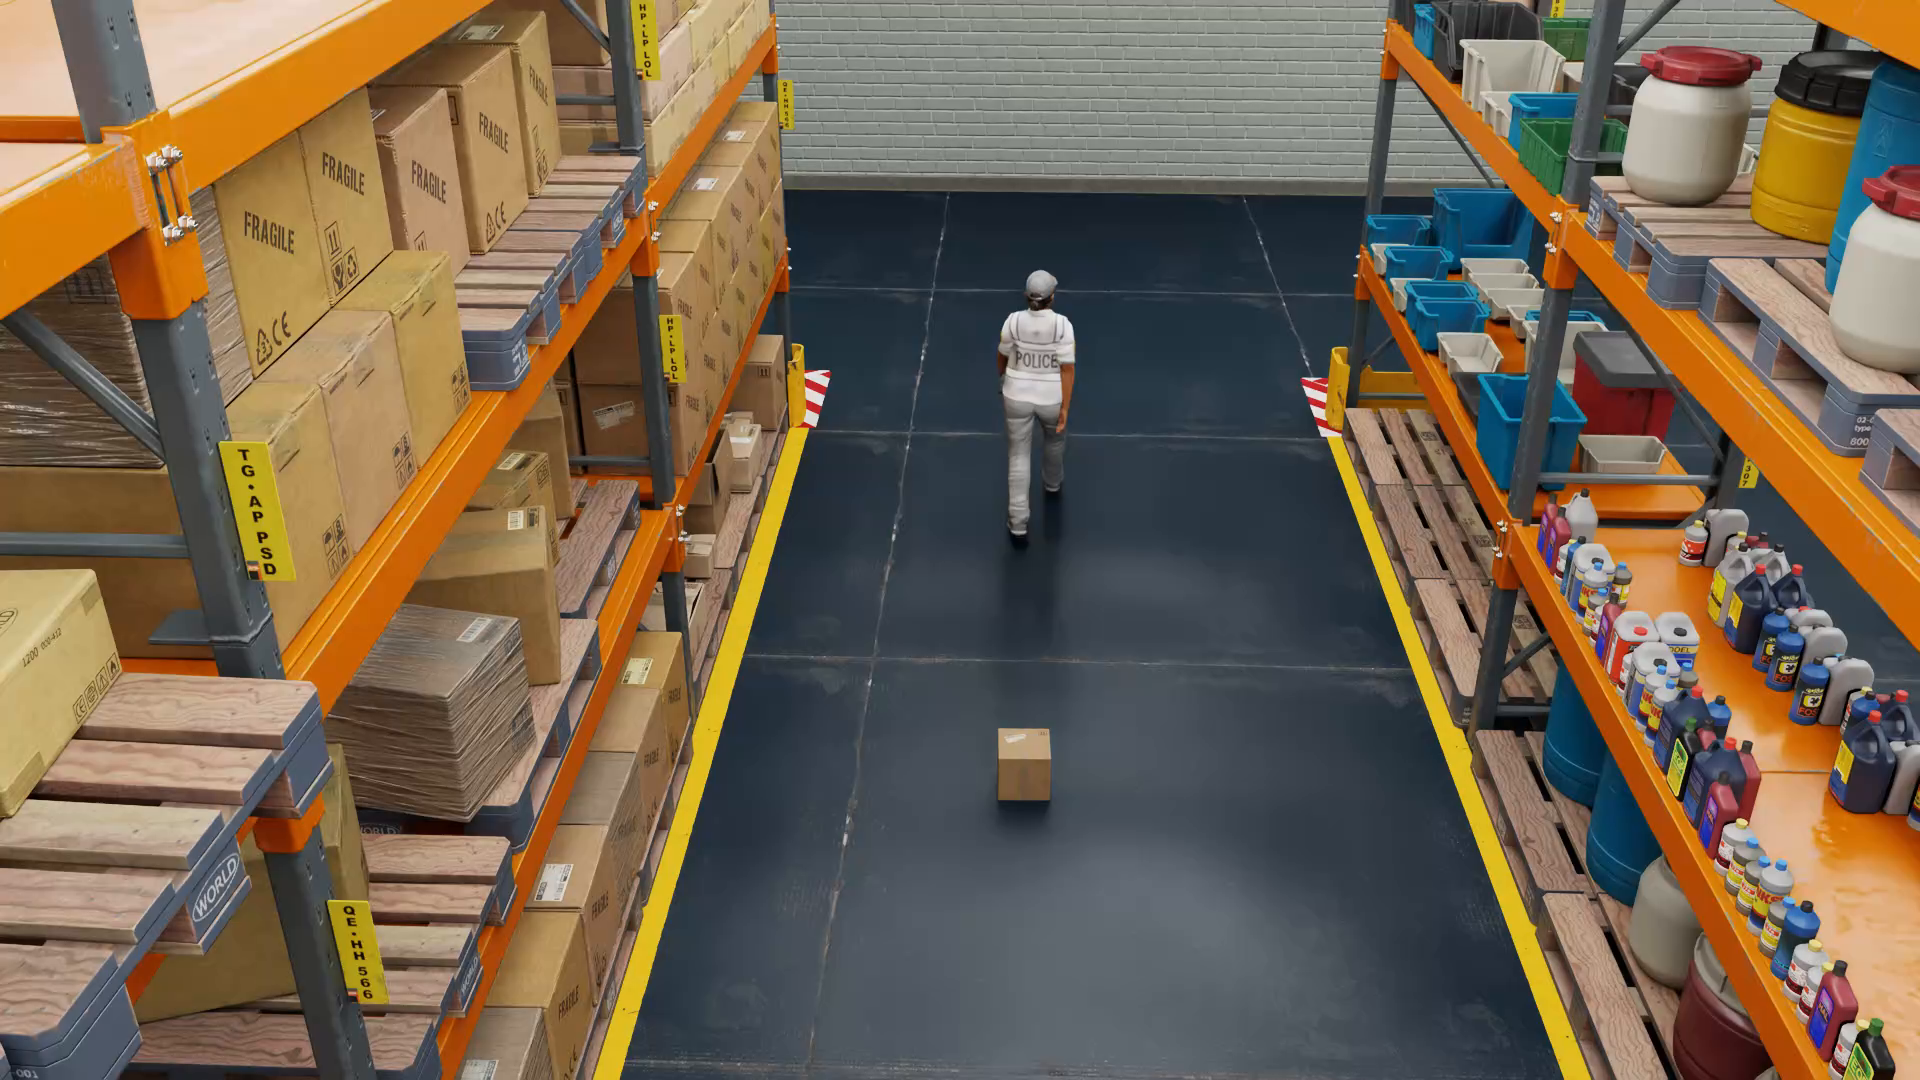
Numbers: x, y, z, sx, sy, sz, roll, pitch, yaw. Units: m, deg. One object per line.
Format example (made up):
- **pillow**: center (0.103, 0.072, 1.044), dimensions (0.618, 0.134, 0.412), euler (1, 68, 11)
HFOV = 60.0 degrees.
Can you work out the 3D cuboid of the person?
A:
- **person**: center (0.467, -0.923, 10.325), dimensions (0.486, 1.599, 1.017), euler (2, 28, 3)
